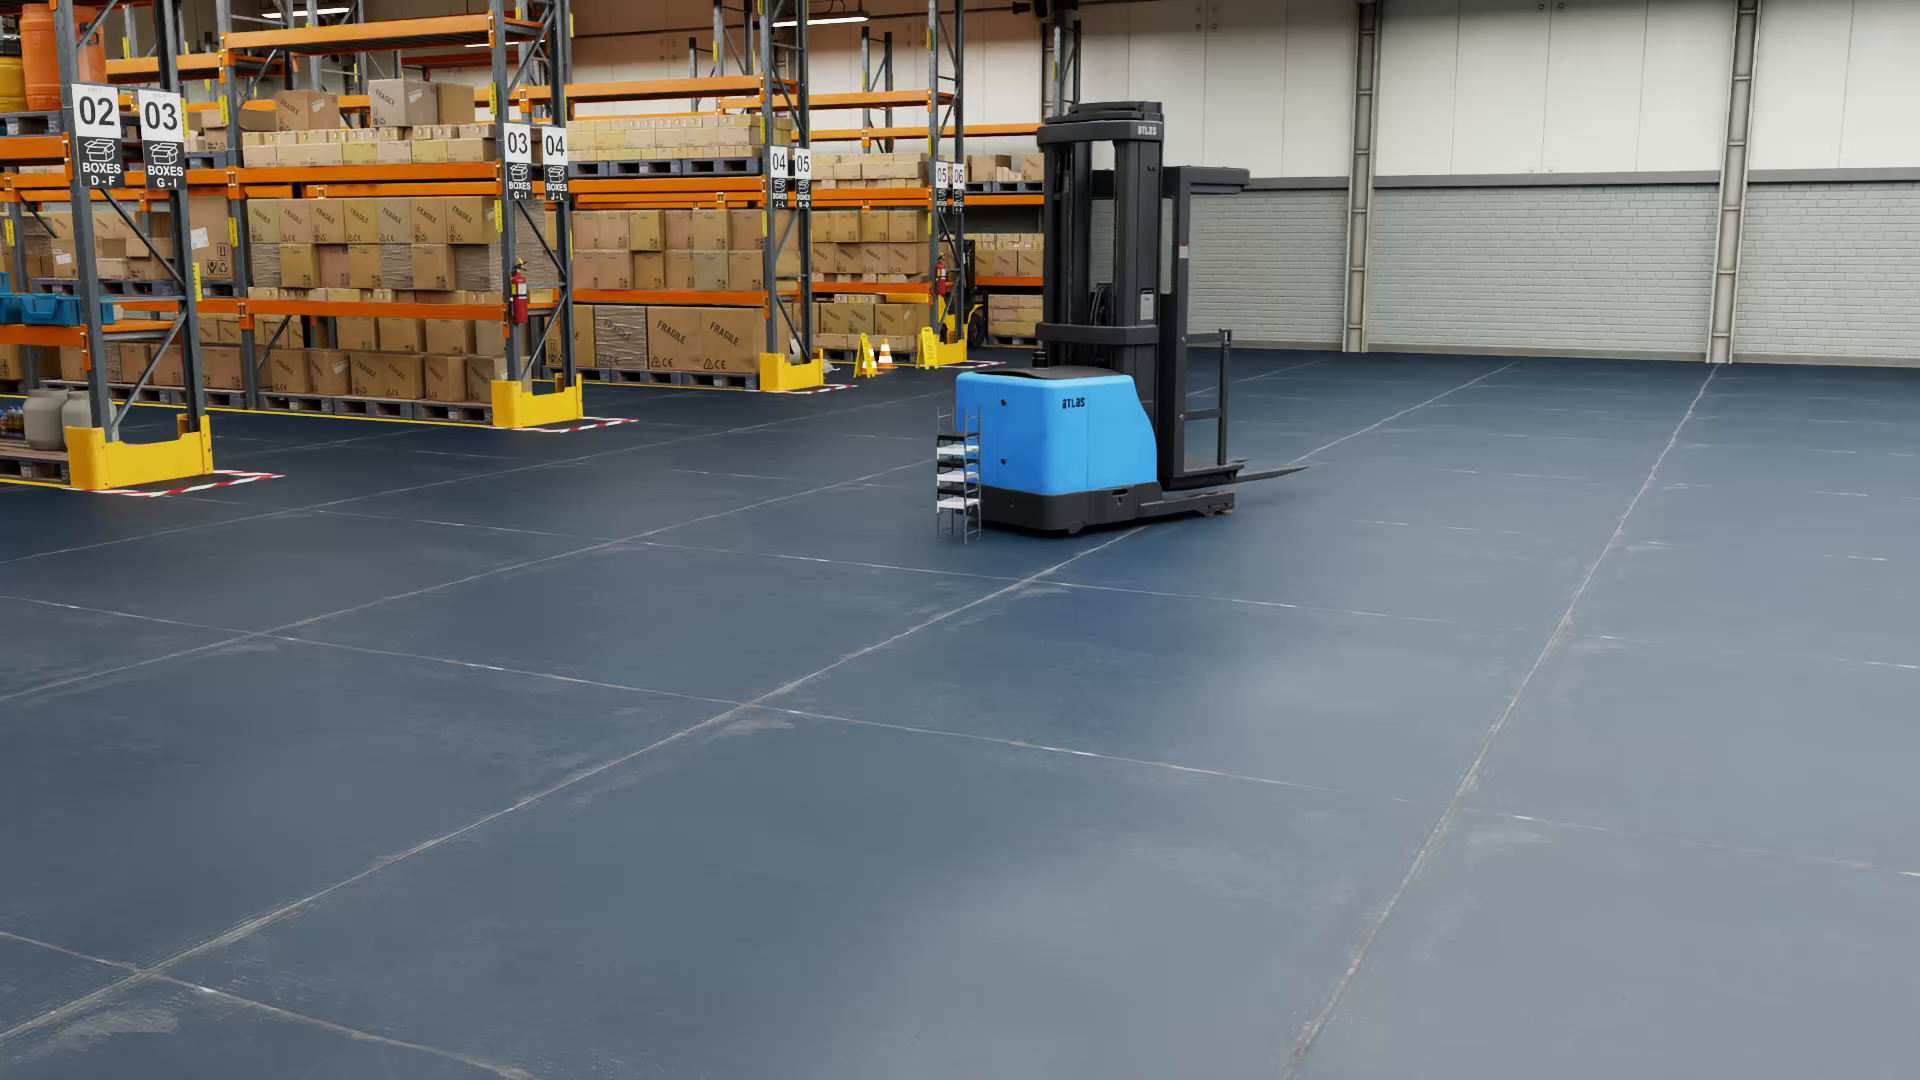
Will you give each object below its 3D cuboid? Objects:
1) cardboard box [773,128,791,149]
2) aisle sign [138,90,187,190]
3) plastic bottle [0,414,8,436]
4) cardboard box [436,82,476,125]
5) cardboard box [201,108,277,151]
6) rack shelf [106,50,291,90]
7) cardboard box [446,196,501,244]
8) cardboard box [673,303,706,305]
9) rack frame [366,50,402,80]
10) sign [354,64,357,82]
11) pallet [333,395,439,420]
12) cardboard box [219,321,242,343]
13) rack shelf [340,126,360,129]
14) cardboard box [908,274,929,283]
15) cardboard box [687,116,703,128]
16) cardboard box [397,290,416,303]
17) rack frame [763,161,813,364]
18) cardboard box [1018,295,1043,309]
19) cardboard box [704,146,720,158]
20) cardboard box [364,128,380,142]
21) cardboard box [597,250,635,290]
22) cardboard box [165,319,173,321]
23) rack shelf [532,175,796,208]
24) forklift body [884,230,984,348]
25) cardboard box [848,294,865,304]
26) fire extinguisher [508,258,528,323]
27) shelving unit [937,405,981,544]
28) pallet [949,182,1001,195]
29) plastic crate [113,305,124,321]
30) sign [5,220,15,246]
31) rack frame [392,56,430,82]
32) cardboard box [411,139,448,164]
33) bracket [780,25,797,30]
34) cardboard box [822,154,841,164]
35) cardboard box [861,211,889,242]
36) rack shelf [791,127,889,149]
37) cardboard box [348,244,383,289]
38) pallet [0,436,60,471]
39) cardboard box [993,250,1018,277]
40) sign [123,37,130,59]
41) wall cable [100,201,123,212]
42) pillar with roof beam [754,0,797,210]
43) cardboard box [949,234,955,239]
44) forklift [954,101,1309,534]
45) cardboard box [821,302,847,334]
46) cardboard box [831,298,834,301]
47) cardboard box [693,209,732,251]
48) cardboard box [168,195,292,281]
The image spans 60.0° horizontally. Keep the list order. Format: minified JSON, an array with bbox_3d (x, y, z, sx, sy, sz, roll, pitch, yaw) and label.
[{"bbox_3d":[-2.634,-5.443,22.584,0.500,0.250,0.500,5,11,26],"label":"cardboard box"},{"bbox_3d":[-6.598,-3.304,13.766,0.004,0.787,0.394,5,11,26],"label":"aisle sign"},{"bbox_3d":[-8.766,-1.059,15.281,0.097,0.201,0.097,0,10,0],"label":"plastic bottle"},{"bbox_3d":[-5.812,-4.853,18.679,0.500,0.500,0.500,5,11,26],"label":"cardboard box"},{"bbox_3d":[-8.565,-4.877,19.861,0.637,0.503,0.797,4,11,23],"label":"cardboard box"},{"bbox_3d":[-9.981,-5.649,20.319,4.000,0.370,1.077,5,11,26],"label":"rack shelf"},{"bbox_3d":[-5.203,-3.467,18.038,0.500,0.500,0.500,5,11,26],"label":"cardboard box"},{"bbox_3d":[-5.671,-4.757,34.931,0.500,0.500,0.500,5,12,27],"label":"cardboard box"},{"bbox_3d":[-10.977,-8.255,31.577,0.127,3.000,1.000,5,11,26],"label":"rack frame"},{"bbox_3d":[-11.244,-8.706,31.000,0.005,0.325,0.100,5,11,26],"label":"sign"},{"bbox_3d":[-6.471,-1.575,19.340,1.213,0.211,1.003,5,11,26],"label":"pallet"},{"bbox_3d":[-11.580,-3.300,26.883,0.500,0.500,0.500,5,12,27],"label":"cardboard box"},{"bbox_3d":[-12.770,-7.862,32.547,4.000,0.370,1.077,5,11,26],"label":"rack shelf"},{"bbox_3d":[-0.645,-4.230,26.883,0.250,0.149,0.380,5,12,28],"label":"cardboard box"},{"bbox_3d":[-3.453,-5.593,22.292,0.250,0.149,0.380,5,12,27],"label":"cardboard box"},{"bbox_3d":[-6.075,-2.737,18.635,0.250,0.149,0.380,5,11,26],"label":"cardboard box"},{"bbox_3d":[-2.315,-3.559,22.474,0.127,3.000,1.000,5,11,26],"label":"rack frame"},{"bbox_3d":[1.427,-4.483,31.312,0.500,0.250,0.500,5,12,28],"label":"cardboard box"},{"bbox_3d":[-3.219,-5.180,22.250,0.250,0.149,0.380,5,11,27],"label":"cardboard box"},{"bbox_3d":[-6.376,-4.478,18.431,0.250,0.149,0.380,4,11,23],"label":"cardboard box"},{"bbox_3d":[-4.631,-3.820,23.494,0.550,0.550,0.875,5,11,26],"label":"cardboard box"},{"bbox_3d":[-13.294,-3.662,28.195,0.250,0.149,0.380,6,12,28],"label":"cardboard box"},{"bbox_3d":[-4.109,-4.839,23.142,4.000,0.370,1.077,5,11,26],"label":"rack shelf"},{"bbox_3d":[-0.530,-4.591,30.559,1.214,2.155,2.313,5,11,26],"label":"forklift body"},{"bbox_3d":[-1.632,-3.960,27.301,0.250,0.149,0.380,5,12,27],"label":"cardboard box"},{"bbox_3d":[-4.702,-2.654,17.692,0.183,0.674,0.296,5,11,26],"label":"fire extinguisher"},{"bbox_3d":[-0.007,-0.443,11.154,0.210,0.900,0.258,5,11,26],"label":"shelving unit"},{"bbox_3d":[0.257,-6.739,31.869,1.213,0.211,1.003,5,11,26],"label":"pallet"},{"bbox_3d":[-7.452,-1.976,14.467,0.250,0.136,0.298,5,11,26],"label":"plastic crate"},{"bbox_3d":[-12.017,-3.886,21.030,0.005,0.325,0.100,5,11,26],"label":"sign"},{"bbox_3d":[-12.371,-9.364,37.700,0.127,3.000,1.000,5,11,26],"label":"rack frame"},{"bbox_3d":[-5.594,-4.214,18.088,0.500,0.250,0.500,5,11,26],"label":"cardboard box"},{"bbox_3d":[-3.414,-10.456,33.630,0.430,0.232,0.235,5,11,26],"label":"bracket"},{"bbox_3d":[-2.039,-6.198,27.095,0.250,0.149,0.380,5,12,27],"label":"cardboard box"},{"bbox_3d":[-1.221,-5.092,27.018,0.500,0.500,0.700,5,11,26],"label":"cardboard box"},{"bbox_3d":[-3.403,-8.025,33.446,4.000,0.370,1.077,5,11,26],"label":"rack shelf"},{"bbox_3d":[-6.455,-3.126,18.965,0.500,0.500,0.875,5,11,26],"label":"cardboard box"},{"bbox_3d":[-8.697,-0.772,14.901,1.213,0.211,1.003,5,11,26],"label":"pallet"},{"bbox_3d":[0.959,-5.239,31.476,0.500,0.500,0.500,5,12,28],"label":"cardboard box"},{"bbox_3d":[-13.333,-7.870,26.603,0.005,0.325,0.100,5,11,26],"label":"sign"},{"bbox_3d":[-19.014,-6.787,37.453,0.122,1.984,0.588,5,11,26],"label":"wall cable"},{"bbox_3d":[-5.534,-8.087,30.646,0.548,9.000,9.100,5,11,26],"label":"pillar with roof beam"},{"bbox_3d":[-0.033,-5.803,31.932,0.250,0.149,0.380,5,11,26],"label":"cardboard box"},{"bbox_3d":[1.404,-1.674,12.249,3.031,2.935,1.130,-9,13,-40],"label":"forklift"},{"bbox_3d":[-1.968,-3.683,27.596,0.500,0.500,0.500,5,11,24],"label":"cardboard box"},{"bbox_3d":[-2.082,-4.544,33.401,0.625,0.625,0.875,6,12,28],"label":"cardboard box"},{"bbox_3d":[-3.165,-4.229,22.718,0.550,0.550,0.875,5,11,26],"label":"cardboard box"},{"bbox_3d":[-8.838,-3.677,20.261,1.000,1.000,1.000,5,11,26],"label":"cardboard box"}]
